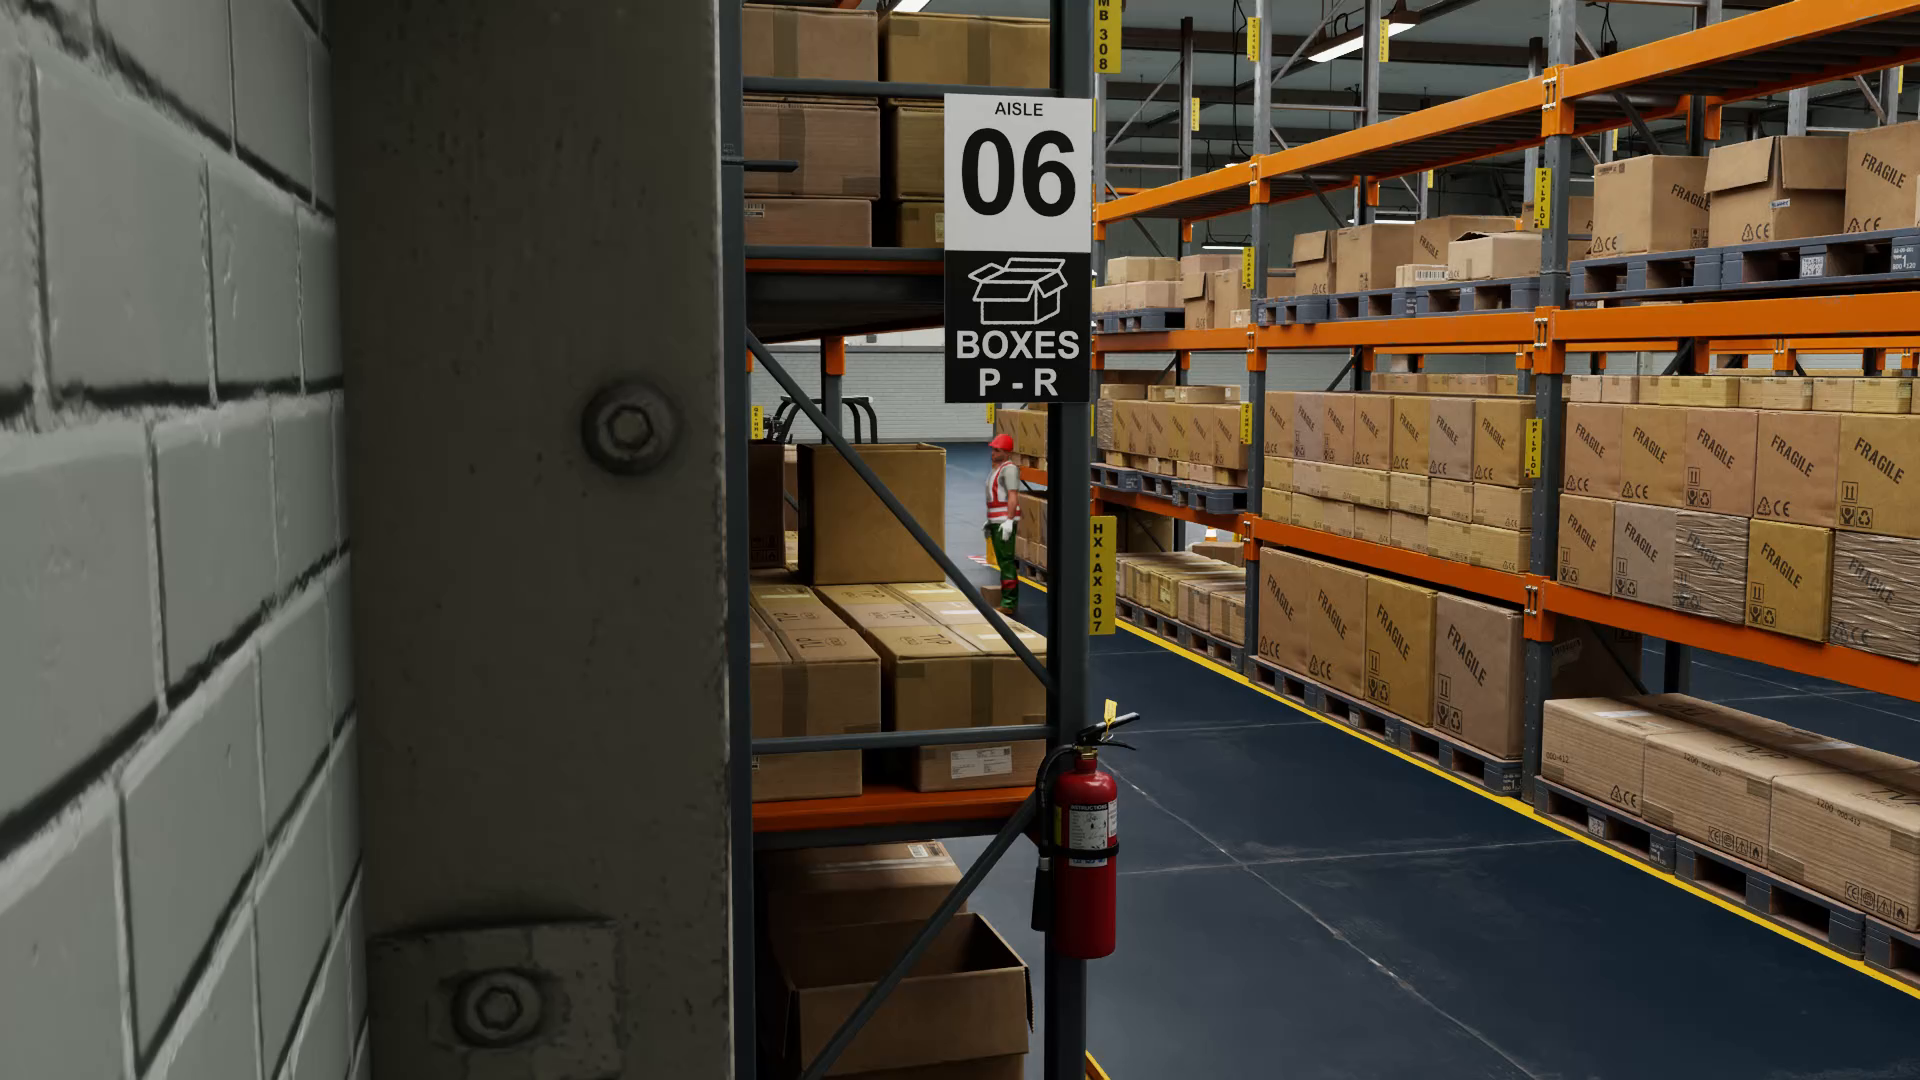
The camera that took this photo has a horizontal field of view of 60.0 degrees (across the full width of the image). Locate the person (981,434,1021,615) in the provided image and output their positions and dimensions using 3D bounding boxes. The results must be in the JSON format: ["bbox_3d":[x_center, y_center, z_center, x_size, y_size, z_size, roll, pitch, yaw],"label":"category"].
[{"bbox_3d":[0.416,-0.156,16.539,0.420,1.788,0.661,-1,6,-13],"label":"person"}]
